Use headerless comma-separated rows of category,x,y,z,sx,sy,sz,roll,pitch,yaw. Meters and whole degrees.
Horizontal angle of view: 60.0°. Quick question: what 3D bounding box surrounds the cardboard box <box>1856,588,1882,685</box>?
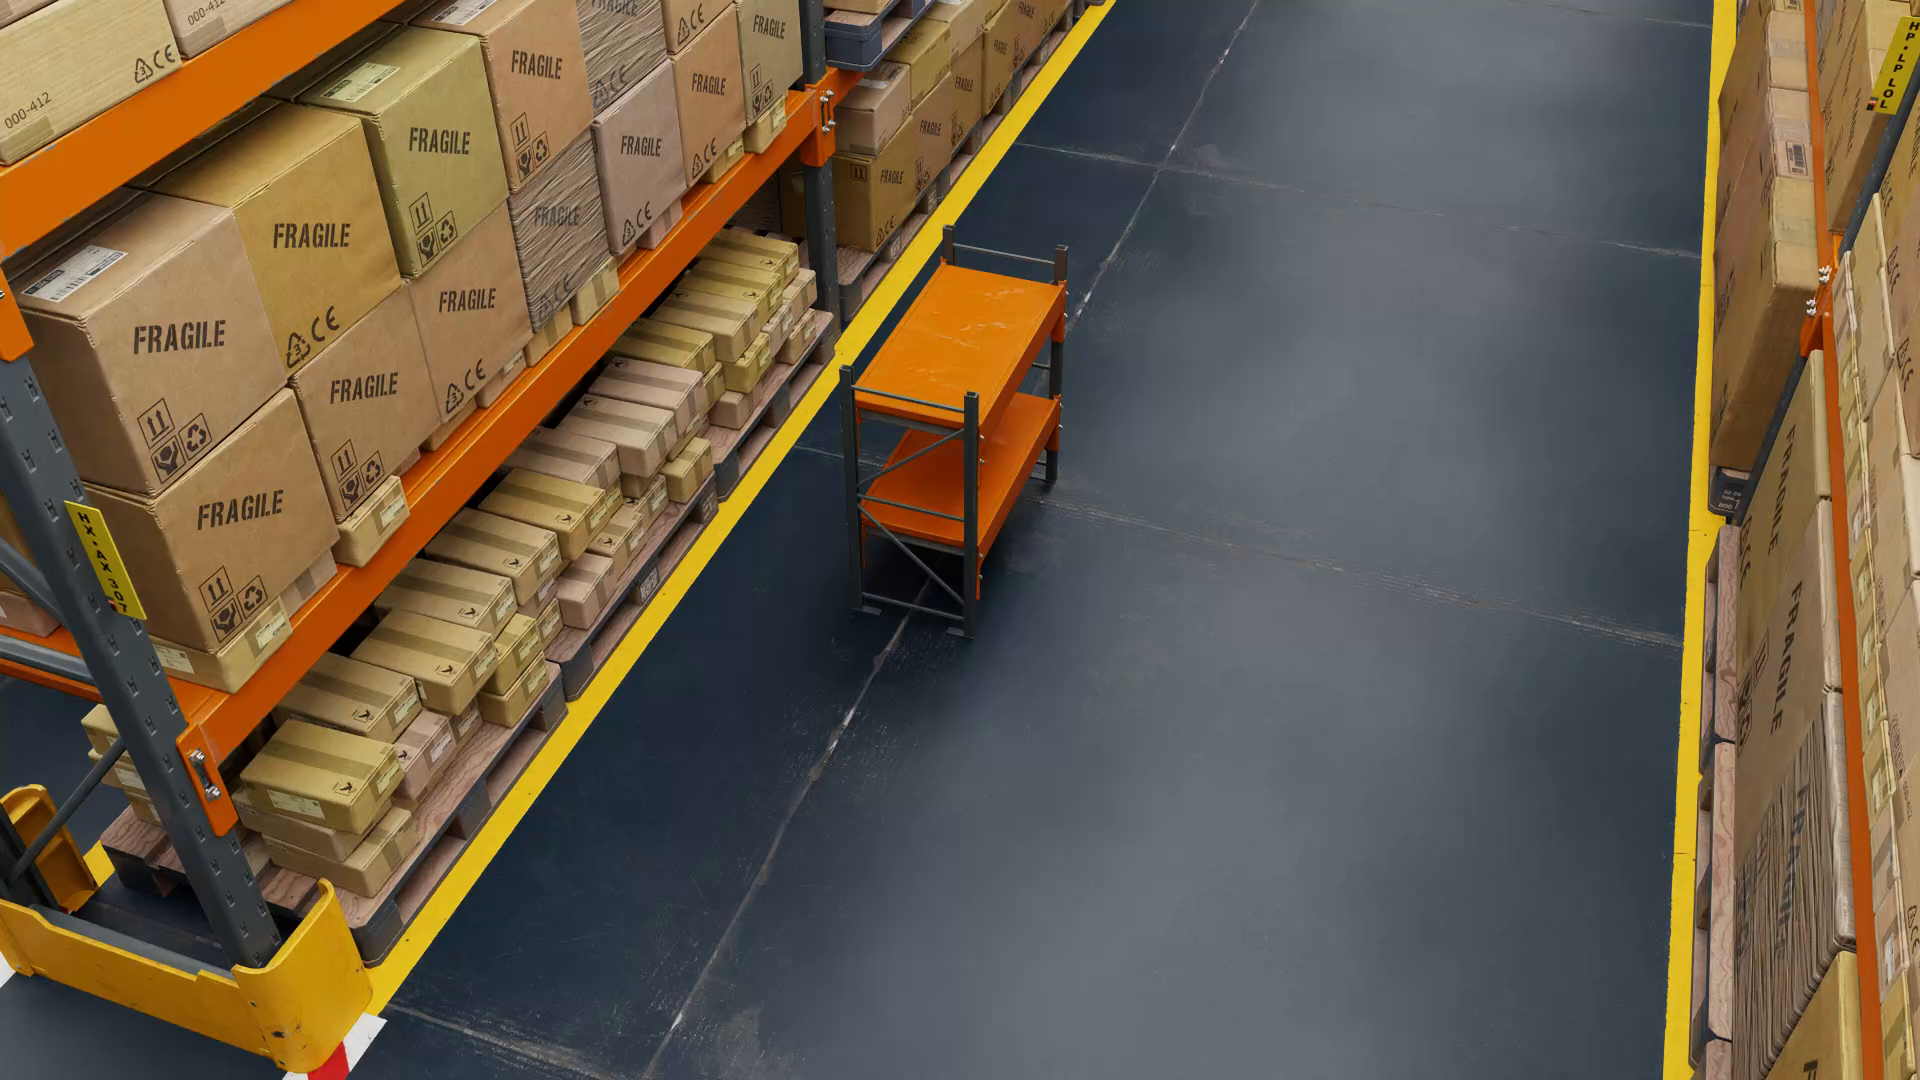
cardboard box,2.542,0.293,4.289,0.380,0.149,0.250,14,42,16

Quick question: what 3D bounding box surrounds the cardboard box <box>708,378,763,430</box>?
cardboard box,-1.063,-0.627,7.047,0.380,0.149,0.250,12,42,14

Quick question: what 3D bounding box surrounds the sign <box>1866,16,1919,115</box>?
sign,3.061,-1.544,5.418,0.100,0.325,0.005,13,42,15

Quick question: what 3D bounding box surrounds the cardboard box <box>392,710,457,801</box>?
cardboard box,-1.853,0.652,5.318,0.380,0.149,0.250,13,42,15

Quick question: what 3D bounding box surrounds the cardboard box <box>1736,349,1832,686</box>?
cardboard box,3.274,0.014,5.736,0.875,0.875,0.875,13,42,15

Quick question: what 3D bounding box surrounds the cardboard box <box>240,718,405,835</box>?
cardboard box,-1.921,0.712,5.019,0.380,0.149,0.250,11,42,13

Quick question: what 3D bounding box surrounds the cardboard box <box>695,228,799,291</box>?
cardboard box,-0.929,-1.209,7.270,0.380,0.149,0.250,14,43,16

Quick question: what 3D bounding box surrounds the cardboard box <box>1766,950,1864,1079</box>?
cardboard box,2.350,1.661,3.806,0.875,0.875,0.875,13,42,15

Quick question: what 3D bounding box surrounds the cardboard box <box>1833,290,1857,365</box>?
cardboard box,3.071,-0.657,5.403,0.380,0.149,0.250,12,42,14

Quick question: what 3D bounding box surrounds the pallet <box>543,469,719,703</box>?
pallet,-1.664,0.043,6.537,1.003,0.211,1.213,13,42,15

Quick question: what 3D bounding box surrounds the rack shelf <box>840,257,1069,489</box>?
rack shelf,-0.002,-0.646,6.190,0.538,0.278,1.000,13,42,15

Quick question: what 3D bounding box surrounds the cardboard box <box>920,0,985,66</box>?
cardboard box,-0.193,-2.704,8.632,0.500,0.250,0.500,15,43,17

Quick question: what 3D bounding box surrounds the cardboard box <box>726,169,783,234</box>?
cardboard box,-1.035,-1.898,8.266,0.500,0.500,0.500,13,42,14

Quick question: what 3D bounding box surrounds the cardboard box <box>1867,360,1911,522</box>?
cardboard box,2.821,-0.228,4.592,0.500,0.250,0.500,14,43,16

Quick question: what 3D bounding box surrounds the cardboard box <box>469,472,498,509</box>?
cardboard box,-1.993,-0.278,6.409,0.380,0.149,0.250,14,42,16

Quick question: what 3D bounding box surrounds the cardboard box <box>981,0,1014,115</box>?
cardboard box,-0.010,-2.729,9.240,0.500,0.500,0.500,11,42,13

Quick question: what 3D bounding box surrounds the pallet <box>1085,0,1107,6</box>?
pallet,0.656,-4.025,11.305,1.003,0.211,1.213,13,42,15

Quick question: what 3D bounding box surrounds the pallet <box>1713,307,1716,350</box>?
pallet,4.183,-1.193,7.985,1.003,0.211,1.213,13,42,15

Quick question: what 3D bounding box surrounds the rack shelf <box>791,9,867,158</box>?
rack shelf,-0.368,-3.128,8.660,1.077,0.370,4.000,13,42,15

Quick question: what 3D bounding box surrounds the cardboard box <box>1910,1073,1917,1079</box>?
cardboard box,2.019,1.225,3.196,0.380,0.149,0.250,14,42,16

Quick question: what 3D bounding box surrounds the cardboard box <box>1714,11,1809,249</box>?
cardboard box,4.375,-1.852,7.924,1.225,0.875,0.875,13,42,15

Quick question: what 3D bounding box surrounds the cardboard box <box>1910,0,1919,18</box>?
cardboard box,4.031,-2.247,6.222,0.797,0.503,0.637,14,42,16

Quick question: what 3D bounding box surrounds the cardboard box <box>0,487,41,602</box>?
cardboard box,-2.508,-0.225,4.396,0.500,0.500,0.500,14,42,16

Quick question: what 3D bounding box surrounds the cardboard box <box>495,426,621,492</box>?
cardboard box,-1.494,-0.270,6.170,0.380,0.149,0.250,13,42,15

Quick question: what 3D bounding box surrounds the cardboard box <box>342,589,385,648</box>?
cardboard box,-2.143,0.226,5.818,0.380,0.149,0.250,13,42,15

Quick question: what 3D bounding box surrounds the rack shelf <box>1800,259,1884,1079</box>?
rack shelf,2.891,0.474,4.438,1.077,0.370,4.000,13,42,15

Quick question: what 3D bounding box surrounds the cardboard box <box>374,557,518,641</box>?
cardboard box,-1.726,0.222,5.593,0.380,0.149,0.250,11,42,13

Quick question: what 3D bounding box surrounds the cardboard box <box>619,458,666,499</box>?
cardboard box,-1.374,-0.323,6.461,0.380,0.149,0.250,11,42,13

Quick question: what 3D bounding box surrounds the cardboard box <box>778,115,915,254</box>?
cardboard box,-0.550,-1.783,8.131,0.500,0.500,0.500,15,43,17

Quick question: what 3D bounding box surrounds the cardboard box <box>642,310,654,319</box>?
cardboard box,-1.528,-0.889,7.125,0.380,0.149,0.250,13,42,15

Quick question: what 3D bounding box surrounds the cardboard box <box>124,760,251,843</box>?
cardboard box,-2.436,0.815,5.356,0.380,0.149,0.250,14,42,16

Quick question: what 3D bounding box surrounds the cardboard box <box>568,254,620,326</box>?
cardboard box,-1.397,-0.891,5.677,0.380,0.149,0.250,14,42,16

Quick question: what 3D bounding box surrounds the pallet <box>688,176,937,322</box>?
pallet,-0.787,-1.596,8.458,1.003,0.211,1.213,13,42,15

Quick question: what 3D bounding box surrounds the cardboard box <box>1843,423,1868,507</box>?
cardboard box,2.806,-0.180,4.843,0.380,0.149,0.250,13,42,14

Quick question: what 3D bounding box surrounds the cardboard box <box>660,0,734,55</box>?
cardboard box,-1.130,-2.050,5.766,0.500,0.500,0.500,12,42,14

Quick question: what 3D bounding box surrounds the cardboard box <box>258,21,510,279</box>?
cardboard box,-1.651,-1.110,4.664,0.500,0.500,0.500,12,42,14

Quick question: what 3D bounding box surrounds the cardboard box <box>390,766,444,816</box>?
cardboard box,-1.927,0.756,5.426,0.380,0.149,0.250,13,42,15

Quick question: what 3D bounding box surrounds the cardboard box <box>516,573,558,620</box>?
cardboard box,-1.661,0.168,5.886,0.380,0.149,0.250,11,42,13

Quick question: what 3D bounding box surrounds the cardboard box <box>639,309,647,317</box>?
cardboard box,-1.554,-0.999,7.025,0.380,0.149,0.250,13,42,14

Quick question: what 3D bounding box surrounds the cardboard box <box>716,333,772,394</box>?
cardboard box,-1.017,-0.773,6.988,0.380,0.149,0.250,12,42,14

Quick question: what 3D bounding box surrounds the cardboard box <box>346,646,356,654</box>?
cardboard box,-2.199,0.340,5.913,0.380,0.149,0.250,14,42,16

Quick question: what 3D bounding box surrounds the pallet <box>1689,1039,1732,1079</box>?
pallet,2.407,1.976,4.271,1.003,0.211,1.213,13,42,15

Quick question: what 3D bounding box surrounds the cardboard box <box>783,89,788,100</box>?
cardboard box,-0.930,-1.860,6.813,0.380,0.149,0.250,13,42,15

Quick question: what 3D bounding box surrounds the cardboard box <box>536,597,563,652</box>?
cardboard box,-1.661,0.295,5.966,0.380,0.149,0.250,13,42,15

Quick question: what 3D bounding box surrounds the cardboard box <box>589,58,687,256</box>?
cardboard box,-1.302,-1.356,5.722,0.500,0.500,0.500,13,42,15

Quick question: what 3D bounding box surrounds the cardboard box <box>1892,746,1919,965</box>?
cardboard box,2.297,0.700,3.504,0.500,0.250,0.500,13,42,14

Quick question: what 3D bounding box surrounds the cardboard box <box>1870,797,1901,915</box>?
cardboard box,2.280,0.761,3.741,0.380,0.149,0.250,14,42,16

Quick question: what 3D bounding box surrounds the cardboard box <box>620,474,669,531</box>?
cardboard box,-1.372,-0.167,6.508,0.380,0.149,0.250,14,42,16

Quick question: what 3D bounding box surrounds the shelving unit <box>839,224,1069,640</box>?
shelving unit,-0.002,-0.424,6.380,0.538,1.125,1.048,13,42,15

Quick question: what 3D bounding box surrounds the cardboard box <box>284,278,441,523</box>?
cardboard box,-1.847,-0.438,4.646,0.500,0.500,0.500,13,42,15

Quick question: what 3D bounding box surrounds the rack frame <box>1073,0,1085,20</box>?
rack frame,0.316,-4.622,9.856,1.000,3.000,0.127,13,42,15

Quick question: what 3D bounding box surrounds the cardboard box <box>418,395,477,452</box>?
cardboard box,-1.735,-0.437,5.144,0.380,0.149,0.250,13,42,15

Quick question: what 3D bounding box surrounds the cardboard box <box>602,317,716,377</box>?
cardboard box,-1.219,-0.750,6.732,0.380,0.149,0.250,15,43,16

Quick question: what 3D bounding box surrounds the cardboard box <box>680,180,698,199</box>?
cardboard box,-1.215,-1.387,6.258,0.380,0.149,0.250,12,42,14

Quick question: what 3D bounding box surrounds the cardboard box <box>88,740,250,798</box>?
cardboard box,-2.507,0.684,5.281,0.380,0.149,0.250,12,42,14

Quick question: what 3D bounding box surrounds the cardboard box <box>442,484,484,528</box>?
cardboard box,-1.986,-0.206,6.095,0.380,0.149,0.250,12,42,14

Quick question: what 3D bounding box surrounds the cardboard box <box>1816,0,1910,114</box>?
cardboard box,3.826,-2.024,6.734,0.500,0.500,0.500,13,42,15

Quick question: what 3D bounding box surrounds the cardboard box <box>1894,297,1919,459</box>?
cardboard box,2.821,-0.509,4.344,0.500,0.500,0.500,12,42,14

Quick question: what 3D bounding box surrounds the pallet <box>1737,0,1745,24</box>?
pallet,5.630,-3.616,10.826,1.003,0.211,1.213,13,42,15

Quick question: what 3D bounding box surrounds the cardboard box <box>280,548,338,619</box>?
cardboard box,-1.953,0.064,4.558,0.380,0.149,0.250,15,43,17
